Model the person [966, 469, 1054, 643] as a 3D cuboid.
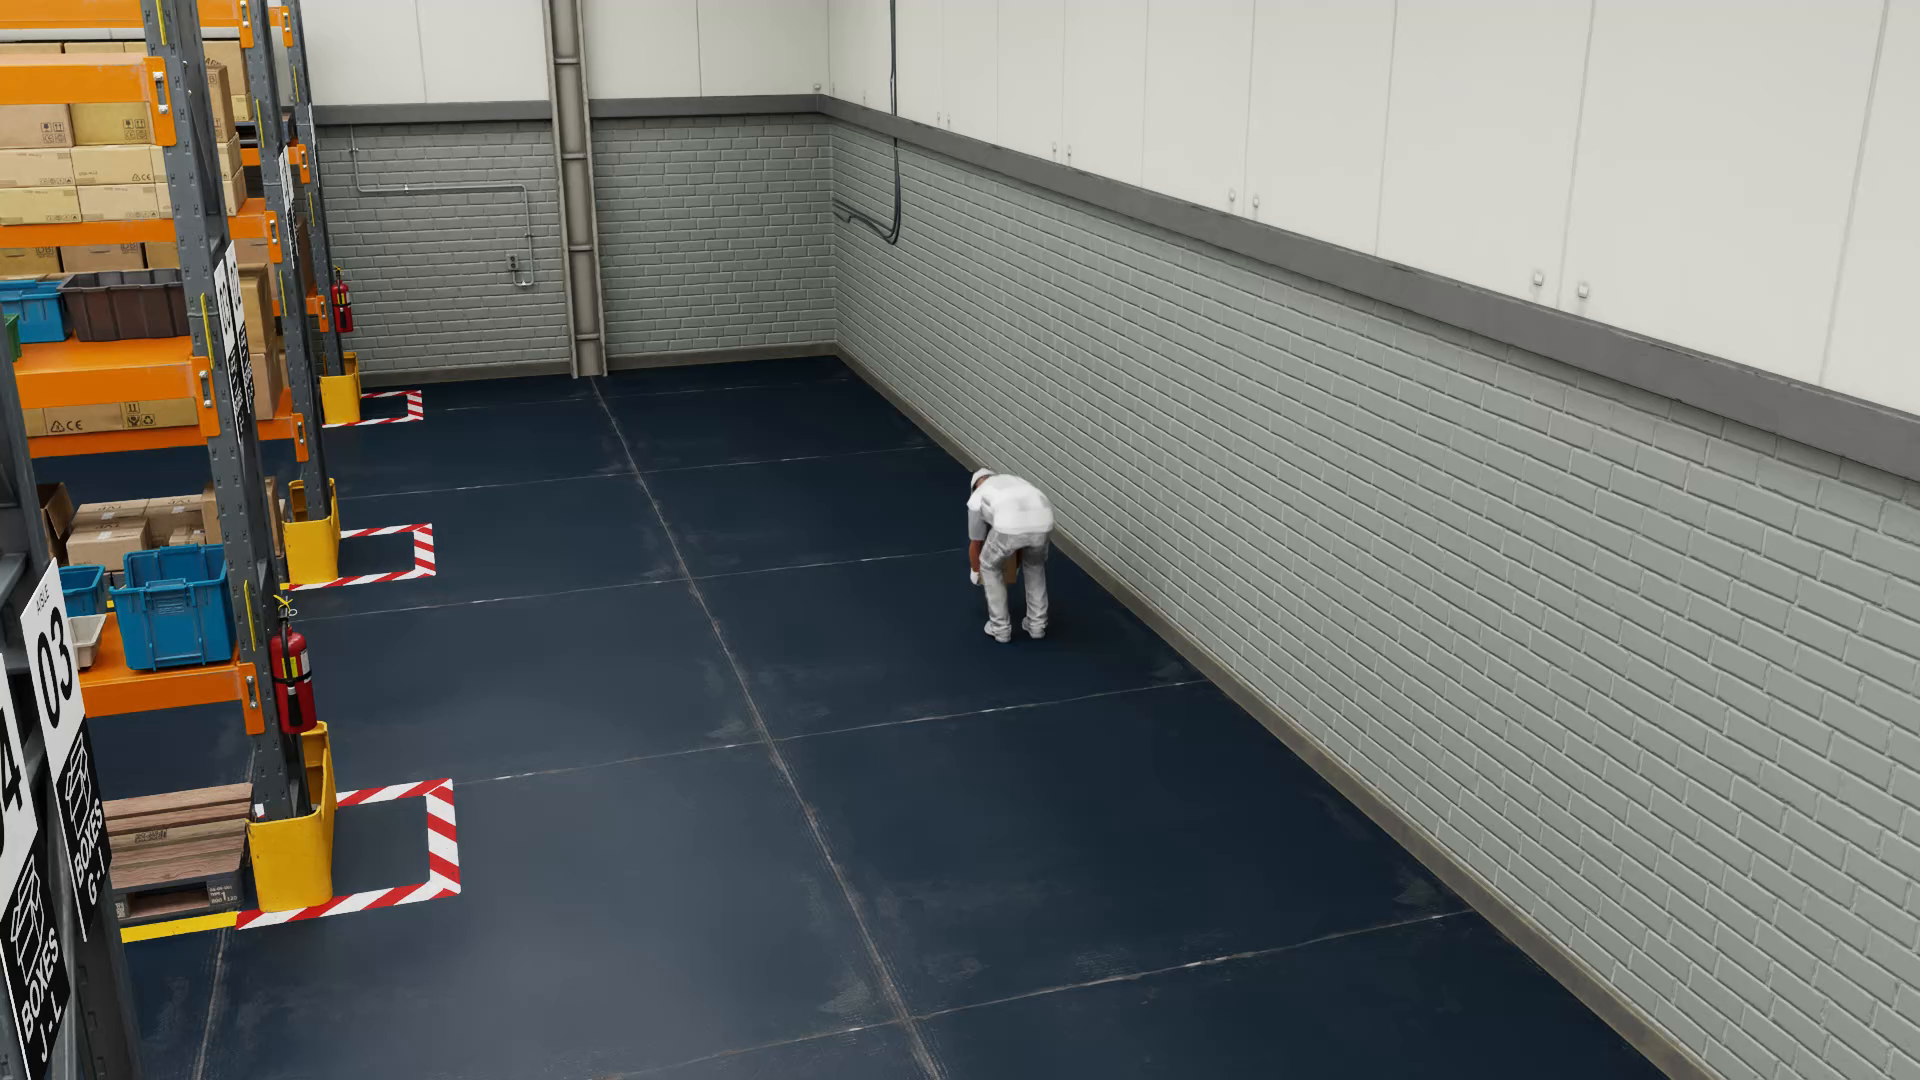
[{"bbox_3d":[0.317,0.082,11.843,0.507,1.097,0.991,-7,20,-19],"label":"person"}]
